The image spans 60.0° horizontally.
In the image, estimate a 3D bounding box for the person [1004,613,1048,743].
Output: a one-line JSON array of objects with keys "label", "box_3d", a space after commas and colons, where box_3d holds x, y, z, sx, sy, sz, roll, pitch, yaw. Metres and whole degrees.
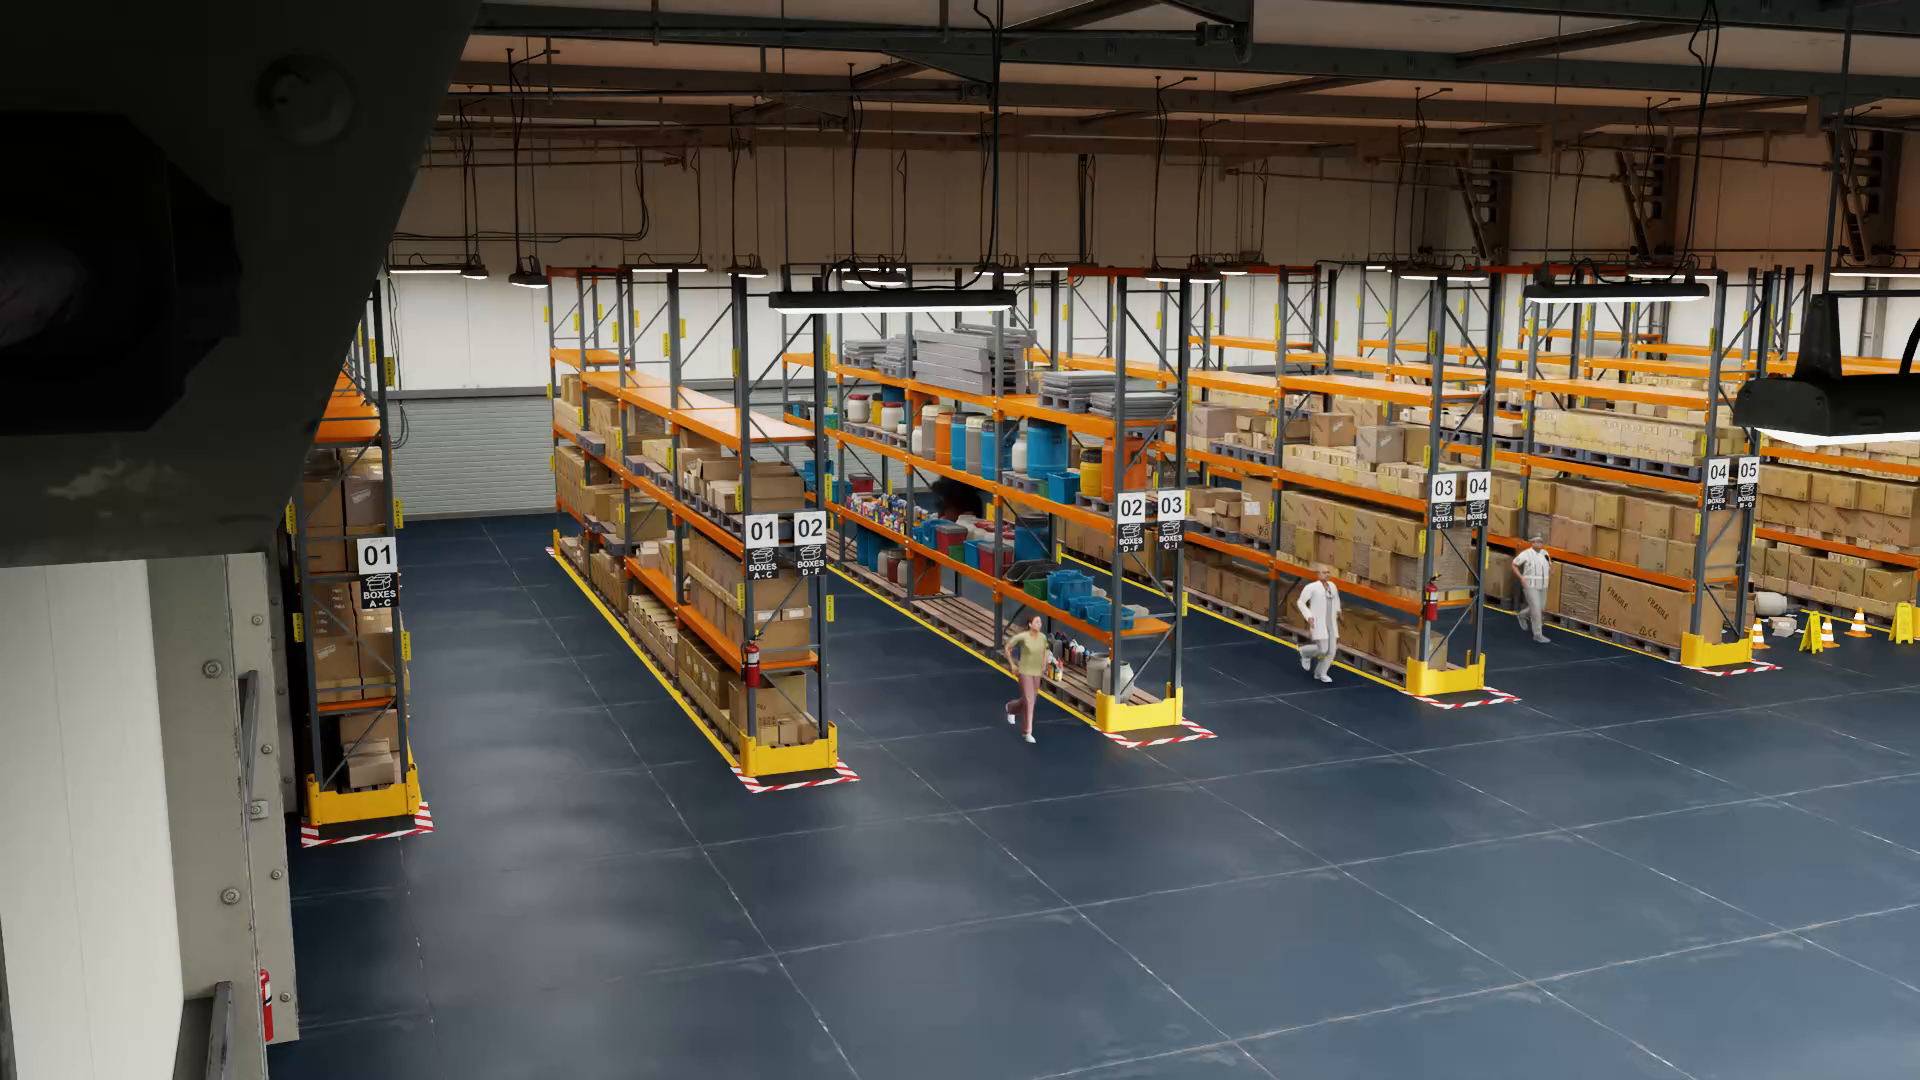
[{"label": "person", "box_3d": [0.897, 1.770, 21.897, 0.616, 1.665, 0.803, -6, 11, -29]}]

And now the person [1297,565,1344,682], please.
[{"label": "person", "box_3d": [5.351, 1.225, 24.652, 0.724, 1.724, 0.643, -5, 11, -25]}]

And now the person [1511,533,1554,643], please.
[{"label": "person", "box_3d": [9.420, 0.741, 27.256, 0.673, 1.755, 0.923, -4, 11, -21]}]
